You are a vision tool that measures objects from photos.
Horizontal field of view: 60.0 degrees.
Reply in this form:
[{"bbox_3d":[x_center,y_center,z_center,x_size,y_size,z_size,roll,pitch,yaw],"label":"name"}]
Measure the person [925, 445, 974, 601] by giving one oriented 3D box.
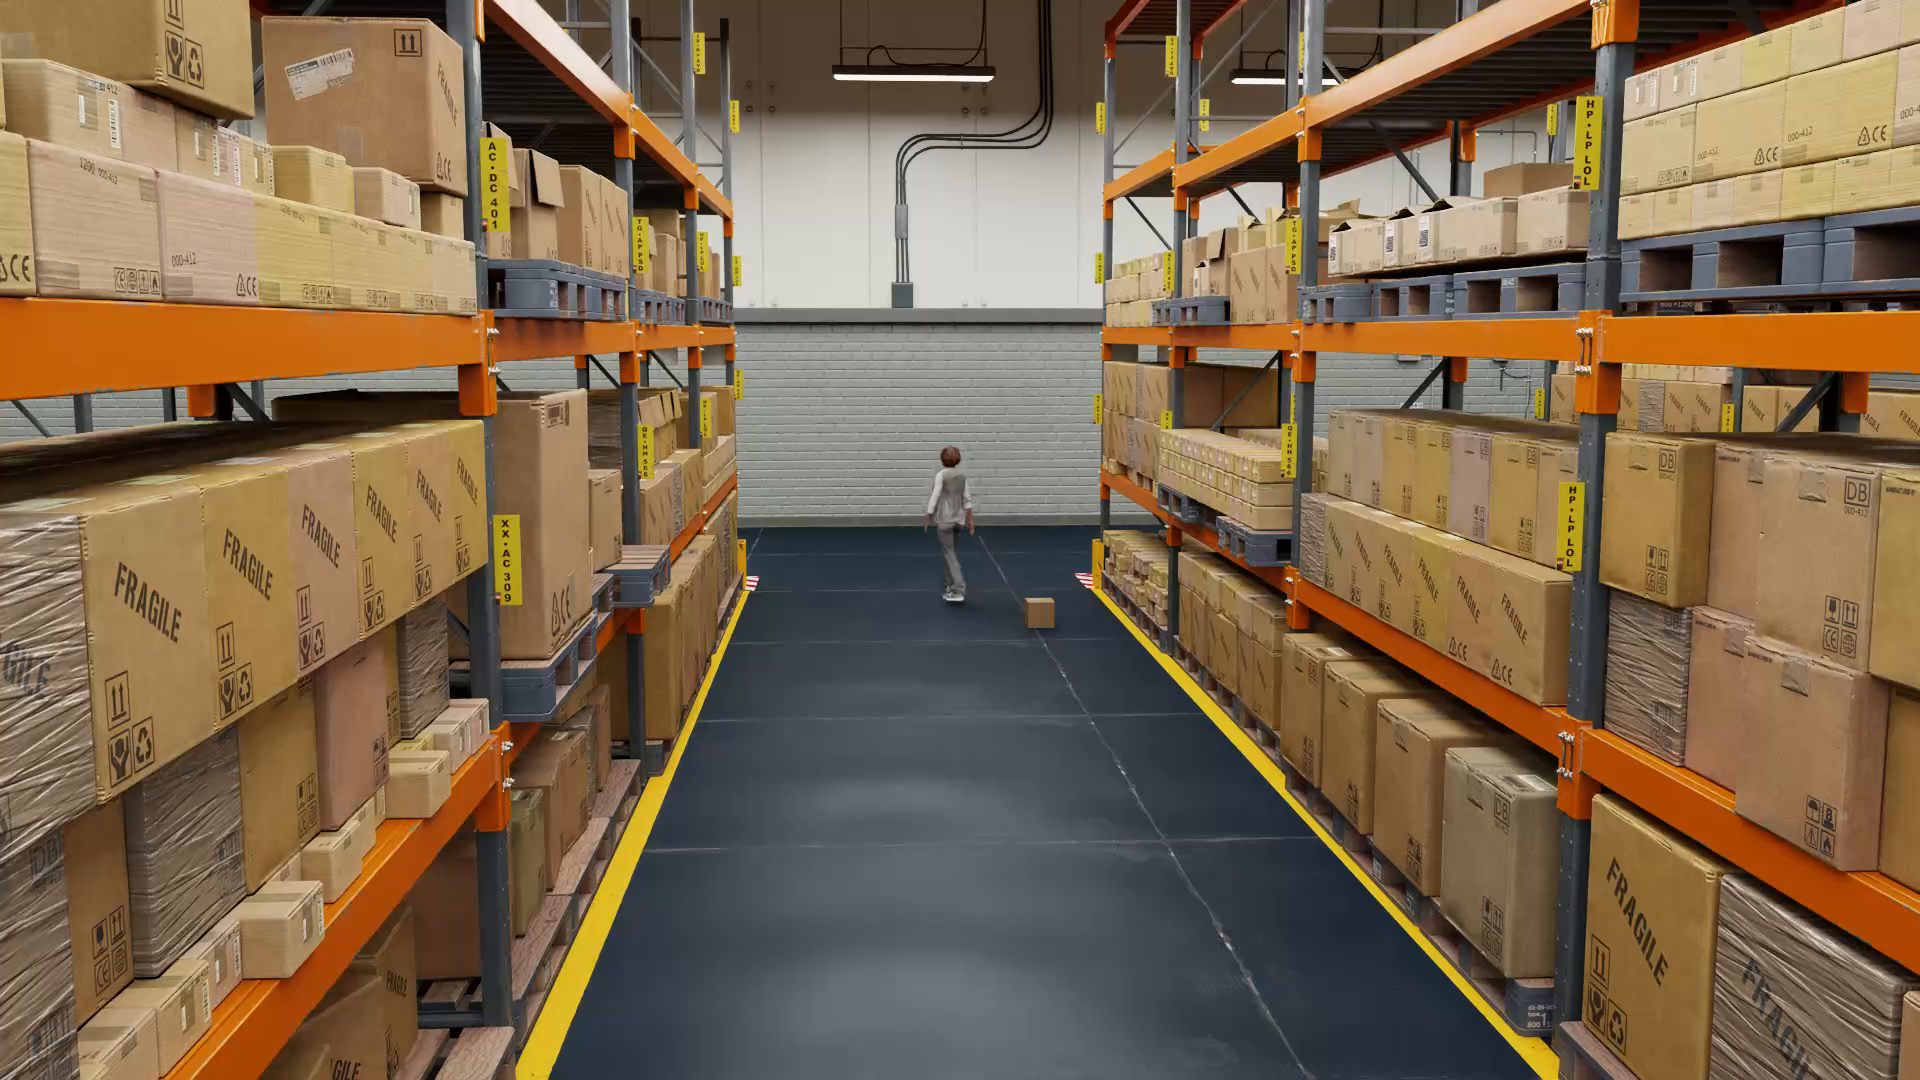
[{"bbox_3d":[-0.099,-0.145,16.995,0.459,1.645,0.523,-6,9,-41],"label":"person"}]
